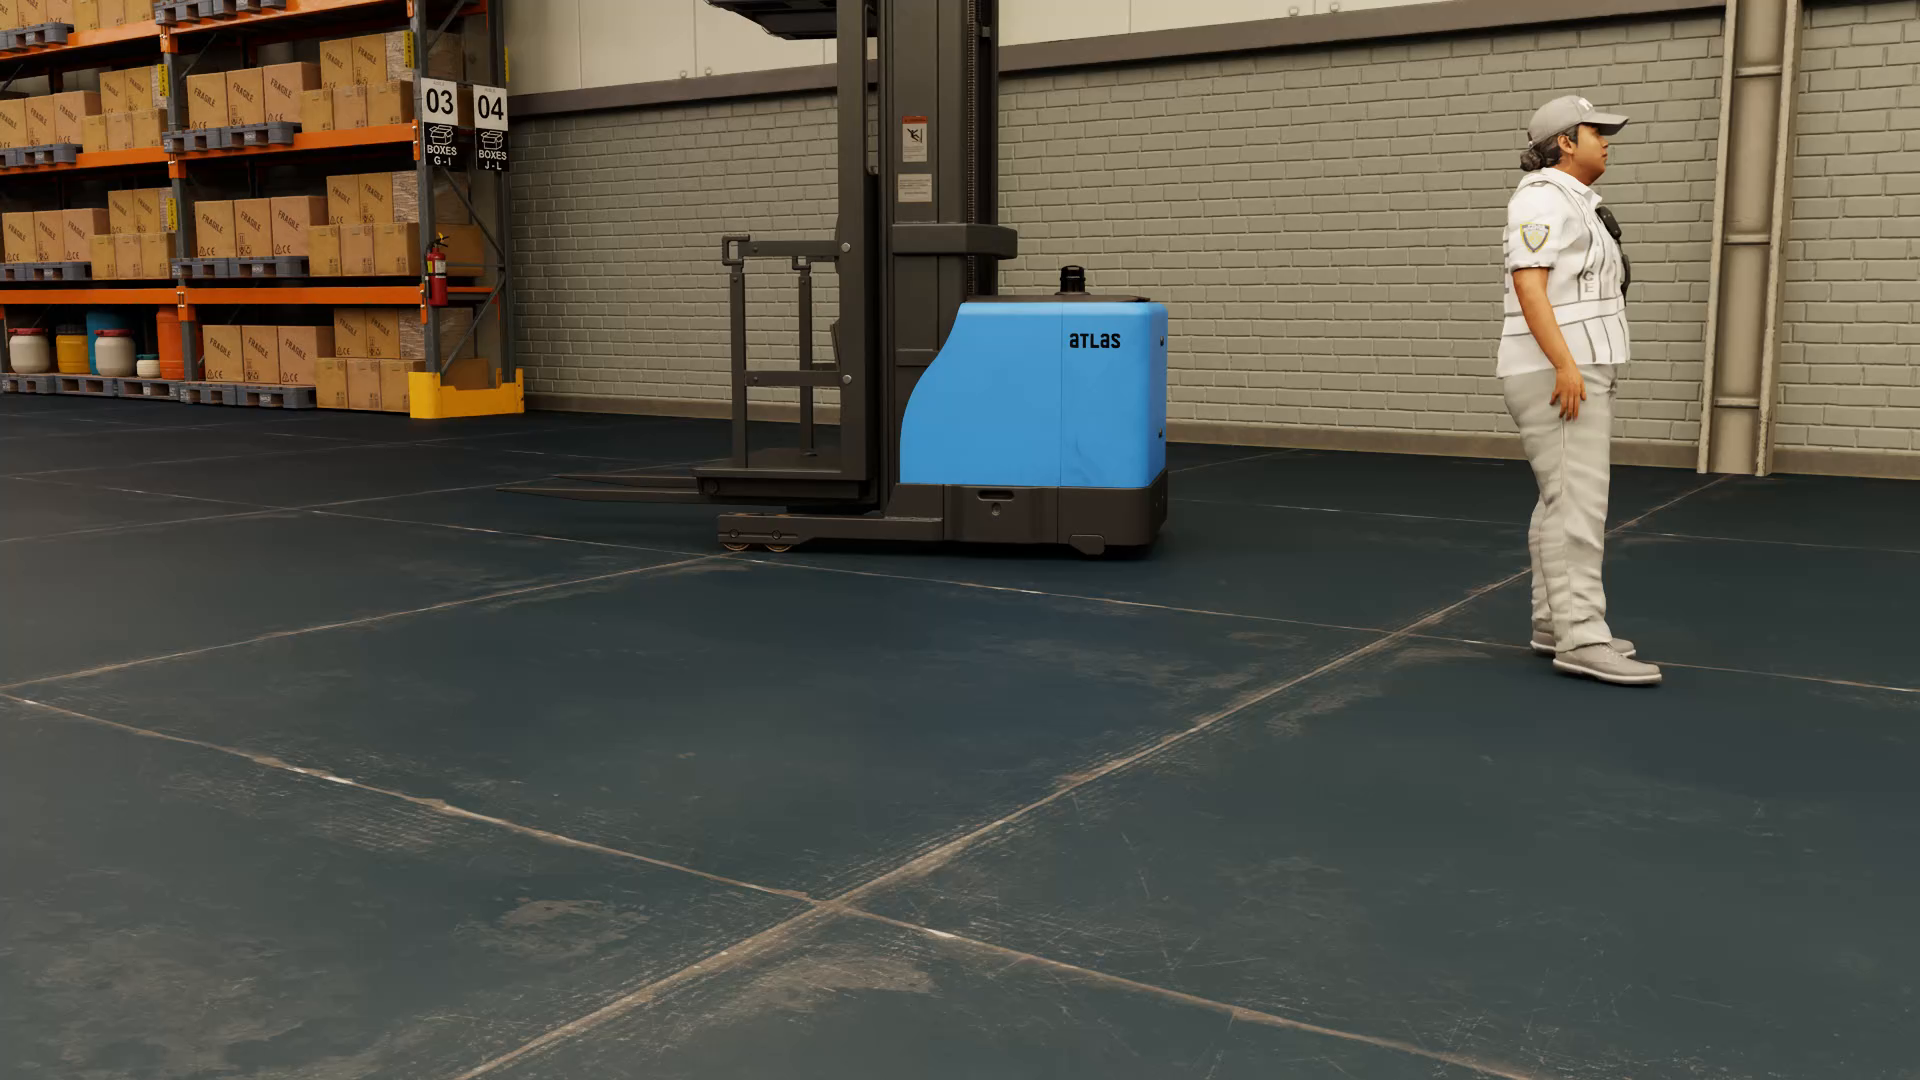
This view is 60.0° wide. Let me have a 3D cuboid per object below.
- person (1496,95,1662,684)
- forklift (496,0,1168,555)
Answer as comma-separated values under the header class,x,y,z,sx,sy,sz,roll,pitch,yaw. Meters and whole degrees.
class,x,y,z,sx,sy,sz,roll,pitch,yaw
person,1.862,-0.466,4.907,0.529,1.669,0.599,4,9,29
forklift,-0.596,-1.469,7.520,3.031,2.935,1.130,2,8,12
